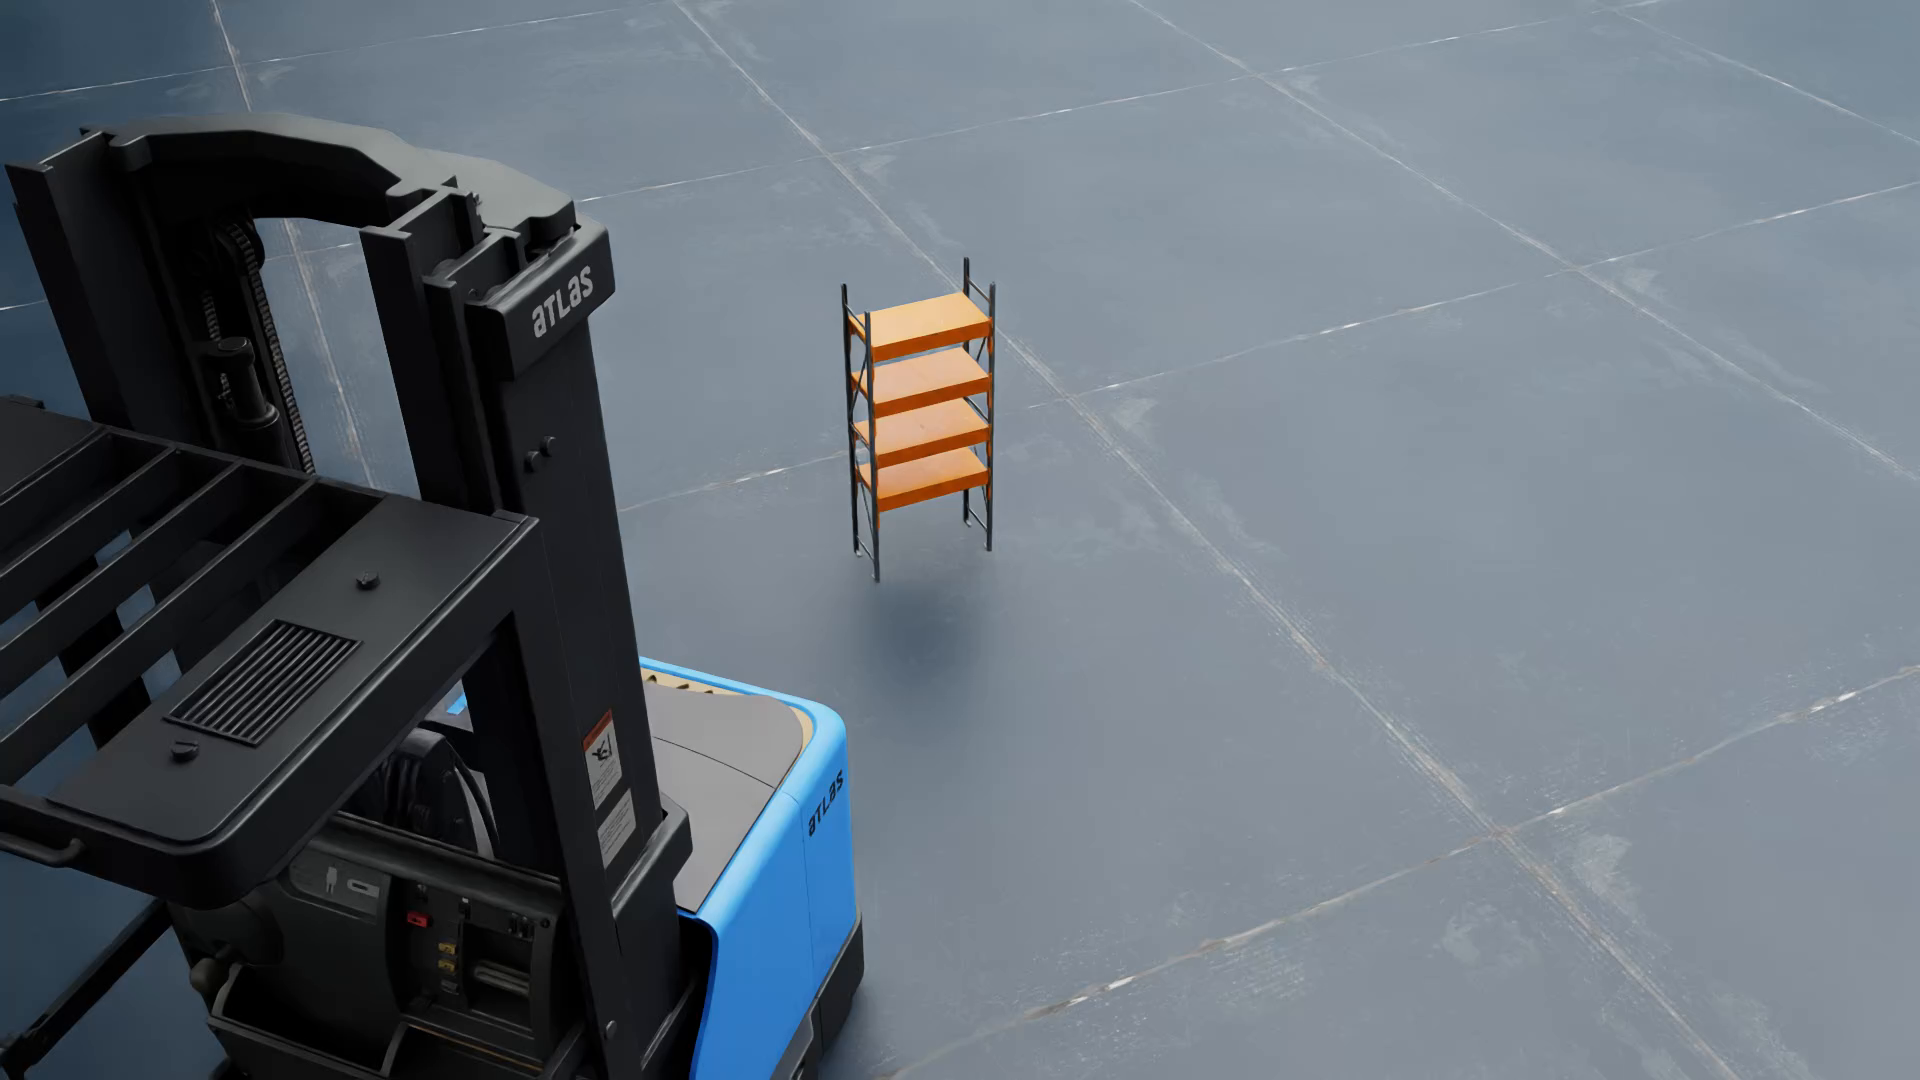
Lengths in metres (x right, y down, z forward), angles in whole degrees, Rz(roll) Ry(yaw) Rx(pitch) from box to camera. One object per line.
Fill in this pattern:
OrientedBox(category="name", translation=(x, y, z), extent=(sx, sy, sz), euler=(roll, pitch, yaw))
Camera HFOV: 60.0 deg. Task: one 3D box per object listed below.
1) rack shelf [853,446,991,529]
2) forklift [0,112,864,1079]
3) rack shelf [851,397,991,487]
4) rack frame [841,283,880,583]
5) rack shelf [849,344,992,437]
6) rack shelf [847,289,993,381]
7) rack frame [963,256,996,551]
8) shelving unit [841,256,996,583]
OrientedBox(category="rack shelf", translation=(-0.150, -0.226, 6.494), extent=(0.480, 0.148, 0.258), euler=(-16, 39, -20))
OrientedBox(category="forklift", translation=(-1.276, 0.848, 3.147), extent=(1.130, 2.935, 3.031), euler=(13, 38, 16))
OrientedBox(category="rack shelf", translation=(-0.150, -0.386, 6.376), extent=(0.480, 0.148, 0.258), euler=(-16, 39, -20))
OrientedBox(category="rack frame", translation=(-0.371, -0.378, 6.253), extent=(0.015, 1.200, 0.240), euler=(-16, 39, -20))
OrientedBox(category="rack shelf", translation=(-0.150, -0.566, 6.243), extent=(0.480, 0.148, 0.258), euler=(-16, 39, -20))
OrientedBox(category="rack shelf", translation=(-0.150, -0.756, 6.102), extent=(0.480, 0.148, 0.258), euler=(-16, 39, -20))
OrientedBox(category="rack frame", translation=(0.071, -0.502, 6.419), extent=(0.015, 1.200, 0.240), euler=(-16, 39, -20))
OrientedBox(category="shelving unit", translation=(-0.150, -0.440, 6.336), extent=(0.503, 1.200, 0.258), euler=(-16, 39, -20))
